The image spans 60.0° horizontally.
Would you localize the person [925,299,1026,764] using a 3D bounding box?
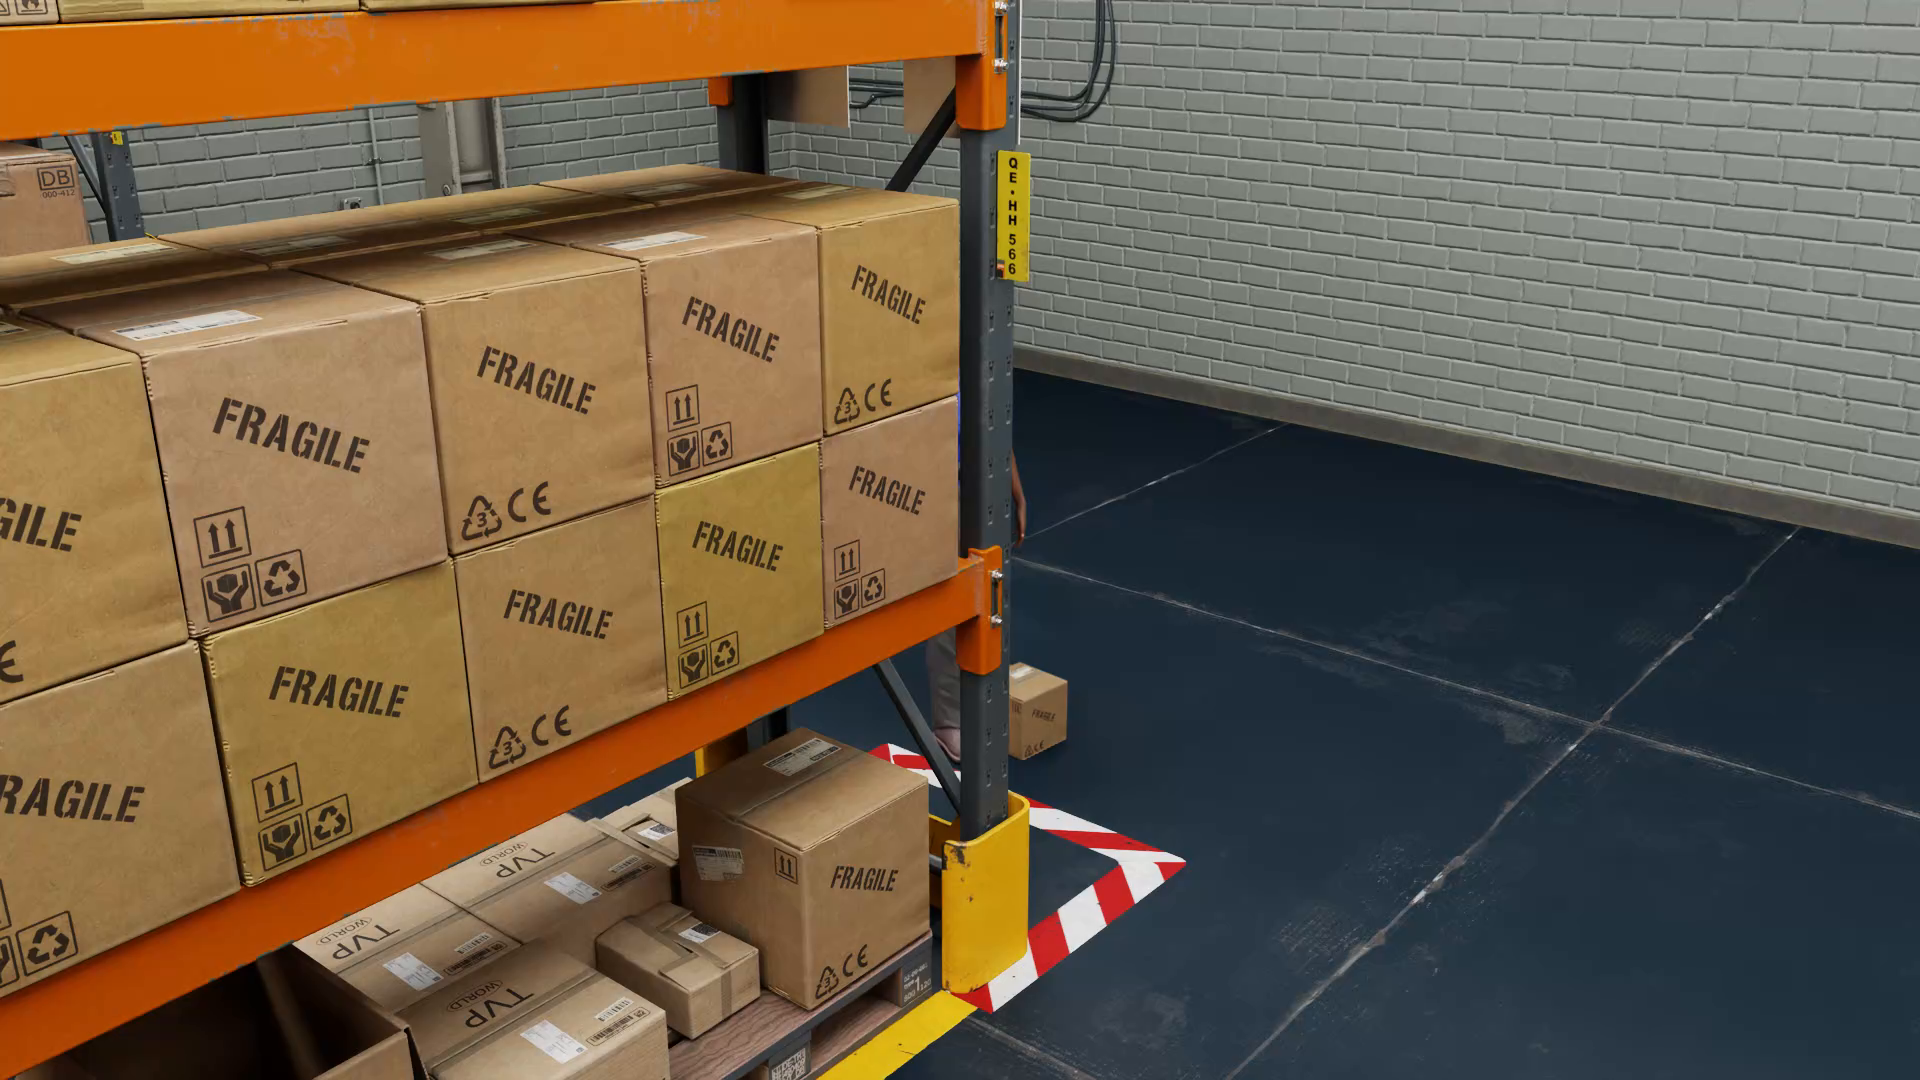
[{"bbox_3d":[0.074,-0.050,6.196,0.569,1.654,0.504,-19,28,-41],"label":"person"}]
